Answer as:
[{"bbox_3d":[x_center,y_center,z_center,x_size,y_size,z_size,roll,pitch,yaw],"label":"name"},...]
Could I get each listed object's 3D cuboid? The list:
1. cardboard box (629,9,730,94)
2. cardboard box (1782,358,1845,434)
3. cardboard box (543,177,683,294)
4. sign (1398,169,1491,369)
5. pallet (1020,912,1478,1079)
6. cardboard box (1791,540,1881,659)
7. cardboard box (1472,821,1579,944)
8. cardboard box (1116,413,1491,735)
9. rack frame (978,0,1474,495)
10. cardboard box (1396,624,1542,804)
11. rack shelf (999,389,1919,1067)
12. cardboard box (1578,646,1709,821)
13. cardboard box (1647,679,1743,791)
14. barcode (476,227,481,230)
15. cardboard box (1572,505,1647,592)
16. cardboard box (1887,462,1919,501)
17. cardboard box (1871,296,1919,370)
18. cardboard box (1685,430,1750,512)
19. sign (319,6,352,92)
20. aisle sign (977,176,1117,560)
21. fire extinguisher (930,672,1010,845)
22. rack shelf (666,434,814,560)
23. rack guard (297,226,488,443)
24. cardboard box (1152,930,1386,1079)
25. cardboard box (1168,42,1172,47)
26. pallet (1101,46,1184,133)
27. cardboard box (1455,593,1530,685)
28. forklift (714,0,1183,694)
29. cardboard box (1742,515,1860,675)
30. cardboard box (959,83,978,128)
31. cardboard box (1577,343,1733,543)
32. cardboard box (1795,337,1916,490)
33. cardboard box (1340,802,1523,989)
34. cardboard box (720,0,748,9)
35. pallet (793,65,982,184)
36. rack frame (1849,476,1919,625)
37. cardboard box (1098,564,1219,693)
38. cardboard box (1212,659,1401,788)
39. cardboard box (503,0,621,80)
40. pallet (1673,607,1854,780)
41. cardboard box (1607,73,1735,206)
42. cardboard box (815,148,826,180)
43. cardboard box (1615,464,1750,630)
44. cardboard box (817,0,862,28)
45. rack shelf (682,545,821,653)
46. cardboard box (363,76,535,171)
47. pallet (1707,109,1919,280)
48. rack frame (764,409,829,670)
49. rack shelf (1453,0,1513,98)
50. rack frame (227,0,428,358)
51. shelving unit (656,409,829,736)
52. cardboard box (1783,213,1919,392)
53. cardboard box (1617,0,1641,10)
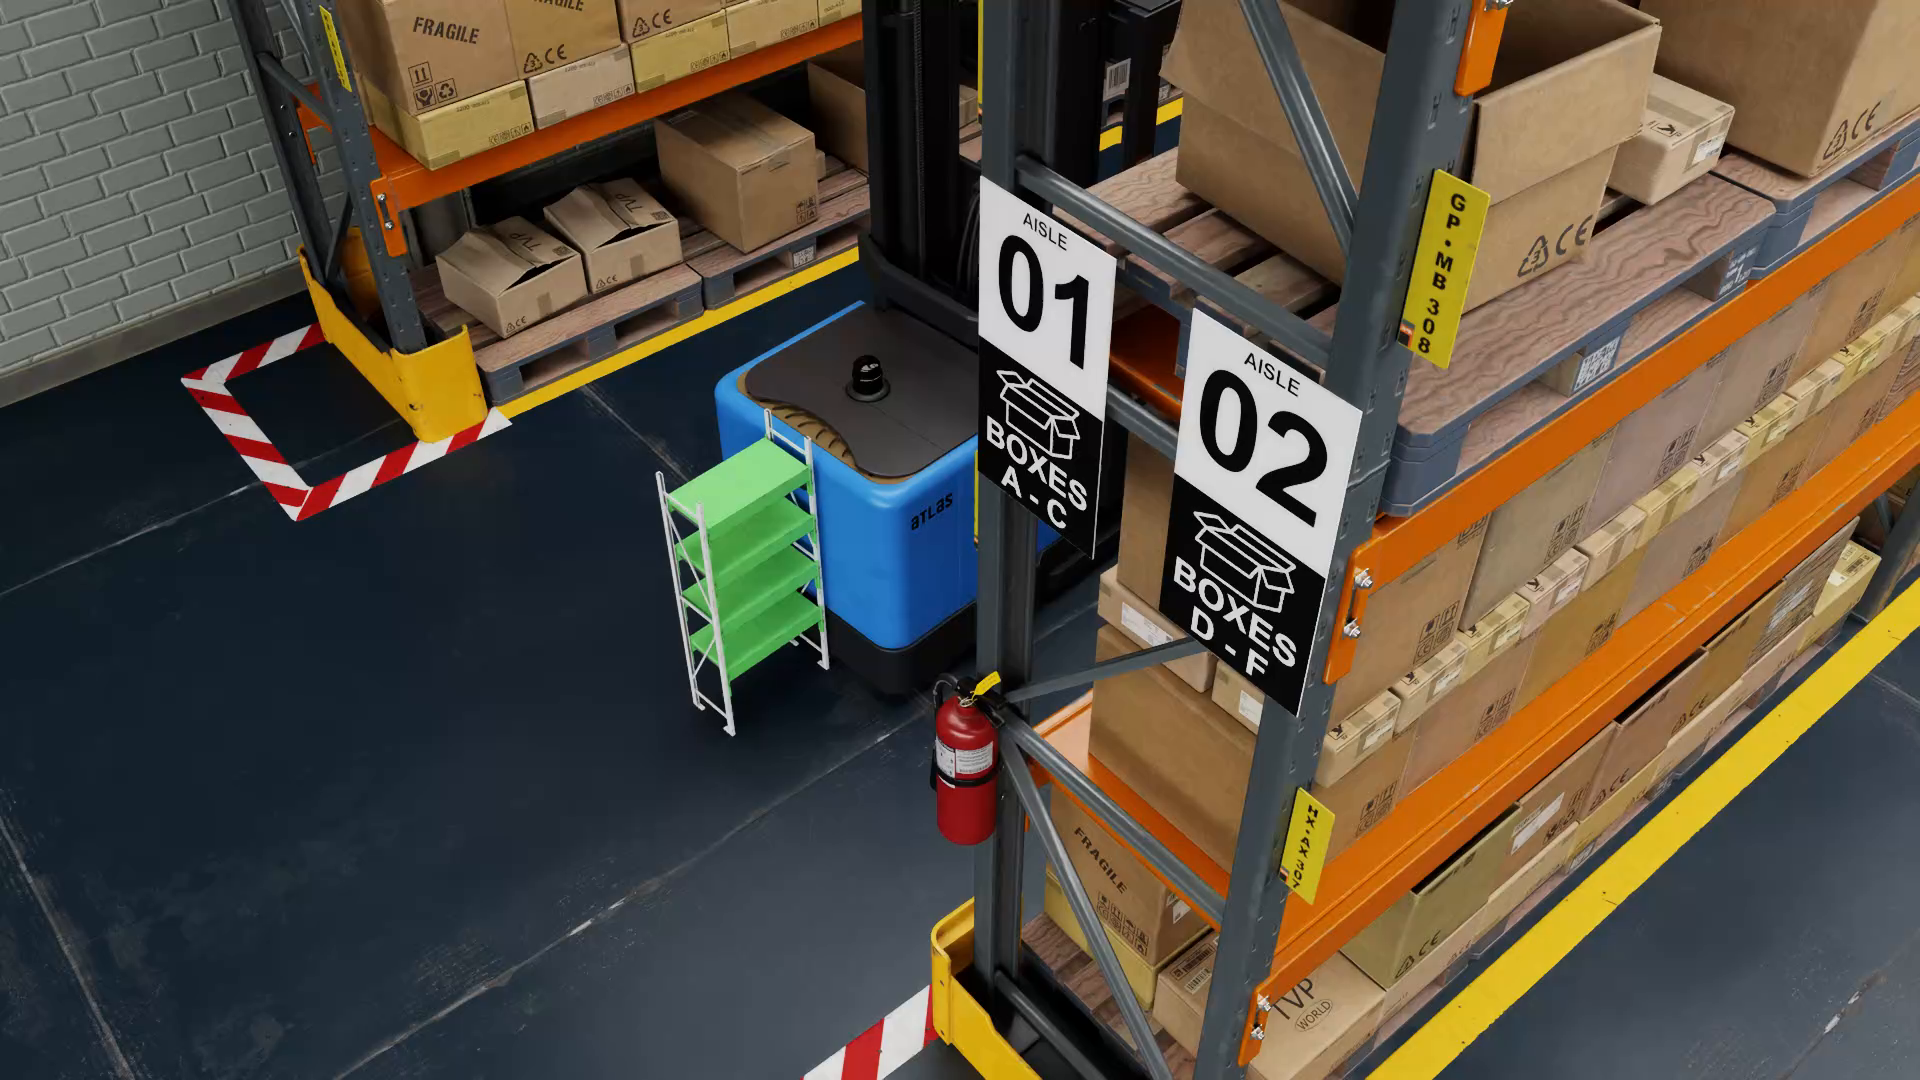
[{"bbox_3d":[-1.412,-2.331,7.635,0.500,0.250,0.500,-31,51,-28],"label":"cardboard box"},{"bbox_3d":[2.430,-0.516,5.061,0.250,0.149,0.380,-28,50,-27],"label":"cardboard box"},{"bbox_3d":[-1.748,-1.562,8.364,0.500,0.311,0.500,-26,49,-25],"label":"cardboard box"},{"bbox_3d":[0.759,-0.421,2.620,0.005,0.325,0.100,-30,51,-28],"label":"sign"},{"bbox_3d":[0.967,1.384,5.622,1.213,0.211,1.003,-30,51,-28],"label":"pallet"},{"bbox_3d":[3.260,0.136,6.616,0.500,0.250,0.500,-30,51,-28],"label":"cardboard box"},{"bbox_3d":[1.727,1.015,5.680,0.500,0.250,0.500,-30,51,-28],"label":"cardboard box"},{"bbox_3d":[0.815,-0.006,4.044,0.500,0.500,0.700,-30,51,-28],"label":"cardboard box"},{"bbox_3d":[0.408,-1.461,2.233,0.127,3.000,1.000,-30,51,-28],"label":"rack frame"},{"bbox_3d":[1.174,0.257,4.712,0.500,0.500,0.700,-28,50,-27],"label":"cardboard box"},{"bbox_3d":[1.942,0.109,5.468,4.000,0.370,1.077,-30,51,-28],"label":"rack shelf"},{"bbox_3d":[2.114,0.525,5.654,0.500,0.500,0.500,-30,51,-28],"label":"cardboard box"},{"bbox_3d":[2.496,0.578,6.145,0.500,0.250,0.500,-30,51,-28],"label":"cardboard box"},{"bbox_3d":[-2.428,-1.533,8.327,0.075,0.075,0.001,-30,51,-28],"label":"barcode"},{"bbox_3d":[1.638,-0.061,4.577,0.250,0.149,0.380,-32,52,-29],"label":"cardboard box"},{"bbox_3d":[3.953,-0.438,6.817,0.500,0.311,0.500,-30,51,-28],"label":"cardboard box"},{"bbox_3d":[2.814,-0.733,5.292,0.250,0.149,0.380,-30,51,-28],"label":"cardboard box"},{"bbox_3d":[2.026,-0.282,4.812,0.250,0.149,0.380,-29,51,-28],"label":"cardboard box"},{"bbox_3d":[-2.425,-1.905,6.455,0.005,0.325,0.100,-30,51,-28],"label":"sign"},{"bbox_3d":[0.169,-0.348,3.530,0.004,0.787,0.394,-30,51,-28],"label":"aisle sign"},{"bbox_3d":[0.019,0.562,4.518,0.183,0.674,0.296,-30,51,-28],"label":"fire extinguisher"},{"bbox_3d":[-0.789,-0.161,5.937,0.258,0.148,0.480,34,53,31],"label":"rack shelf"},{"bbox_3d":[-2.715,-0.996,7.946,0.348,0.500,1.175,-30,51,-28],"label":"rack guard"},{"bbox_3d":[0.962,1.456,5.211,0.500,0.250,0.500,-30,51,-28],"label":"cardboard box"},{"bbox_3d":[1.213,-3.466,10.254,0.500,0.500,0.700,-31,51,-29],"label":"cardboard box"},{"bbox_3d":[0.891,-2.957,10.245,1.213,0.211,1.003,-30,51,-28],"label":"pallet"},{"bbox_3d":[1.240,0.167,4.334,0.250,0.149,0.380,-30,51,-28],"label":"cardboard box"},{"bbox_3d":[0.441,-1.373,6.571,1.130,2.935,3.031,34,53,31],"label":"forklift"},{"bbox_3d":[2.869,0.076,6.132,0.500,0.500,0.500,-30,51,-28],"label":"cardboard box"},{"bbox_3d":[-0.096,-2.508,9.478,0.380,0.166,0.250,32,52,30],"label":"cardboard box"},{"bbox_3d":[1.601,-0.461,4.529,0.500,0.500,0.700,-30,51,-28],"label":"cardboard box"},{"bbox_3d":[2.739,-0.635,5.662,0.500,0.500,0.700,-30,51,-28],"label":"cardboard box"},{"bbox_3d":[1.344,0.962,5.189,0.500,0.500,0.500,-30,51,-28],"label":"cardboard box"},{"bbox_3d":[-1.040,-2.821,7.609,0.500,0.500,0.500,-28,50,-27],"label":"cardboard box"},{"bbox_3d":[-0.198,-2.301,9.546,1.213,0.211,1.003,-30,51,-28],"label":"pallet"},{"bbox_3d":[3.476,-1.032,6.157,0.127,3.000,1.000,-30,51,-28],"label":"rack frame"},{"bbox_3d":[0.579,0.185,4.316,0.250,0.149,0.380,-31,51,-28],"label":"cardboard box"},{"bbox_3d":[0.847,0.393,4.093,0.250,0.149,0.380,-30,51,-28],"label":"cardboard box"},{"bbox_3d":[-1.829,-2.364,7.123,0.500,0.500,0.500,-30,51,-28],"label":"cardboard box"},{"bbox_3d":[2.839,0.312,6.763,1.213,0.211,1.003,-30,51,-28],"label":"pallet"},{"bbox_3d":[1.423,-0.905,3.606,0.250,0.149,0.380,-30,51,-28],"label":"cardboard box"},{"bbox_3d":[-0.945,-2.060,9.014,0.250,0.149,0.380,-34,53,-31],"label":"cardboard box"},{"bbox_3d":[1.960,-0.191,5.189,0.500,0.500,0.700,-28,50,-27],"label":"cardboard box"},{"bbox_3d":[-0.637,-2.773,8.107,0.500,0.250,0.500,-30,51,-28],"label":"cardboard box"},{"bbox_3d":[-0.789,0.189,6.265,0.258,0.148,0.480,34,53,31],"label":"rack shelf"},{"bbox_3d":[-2.195,-1.874,7.150,0.500,0.250,0.500,-31,51,-29],"label":"cardboard box"},{"bbox_3d":[1.903,-1.172,4.180,1.213,0.211,1.003,-30,51,-28],"label":"pallet"},{"bbox_3d":[-0.617,0.024,6.348,0.240,1.200,0.015,34,53,31],"label":"rack frame"},{"bbox_3d":[1.942,-1.932,3.551,4.000,0.370,1.077,-30,51,-28],"label":"rack shelf"},{"bbox_3d":[-2.773,-1.874,7.055,0.127,3.000,1.000,-30,51,-28],"label":"rack frame"},{"bbox_3d":[-0.789,0.143,6.221,0.258,1.200,0.503,34,53,31],"label":"shelving unit"},{"bbox_3d":[2.368,-0.900,4.997,0.500,0.500,0.700,-30,51,-28],"label":"cardboard box"},{"bbox_3d":[1.548,-1.428,4.045,0.500,0.311,0.500,-24,48,-23],"label":"cardboard box"}]
